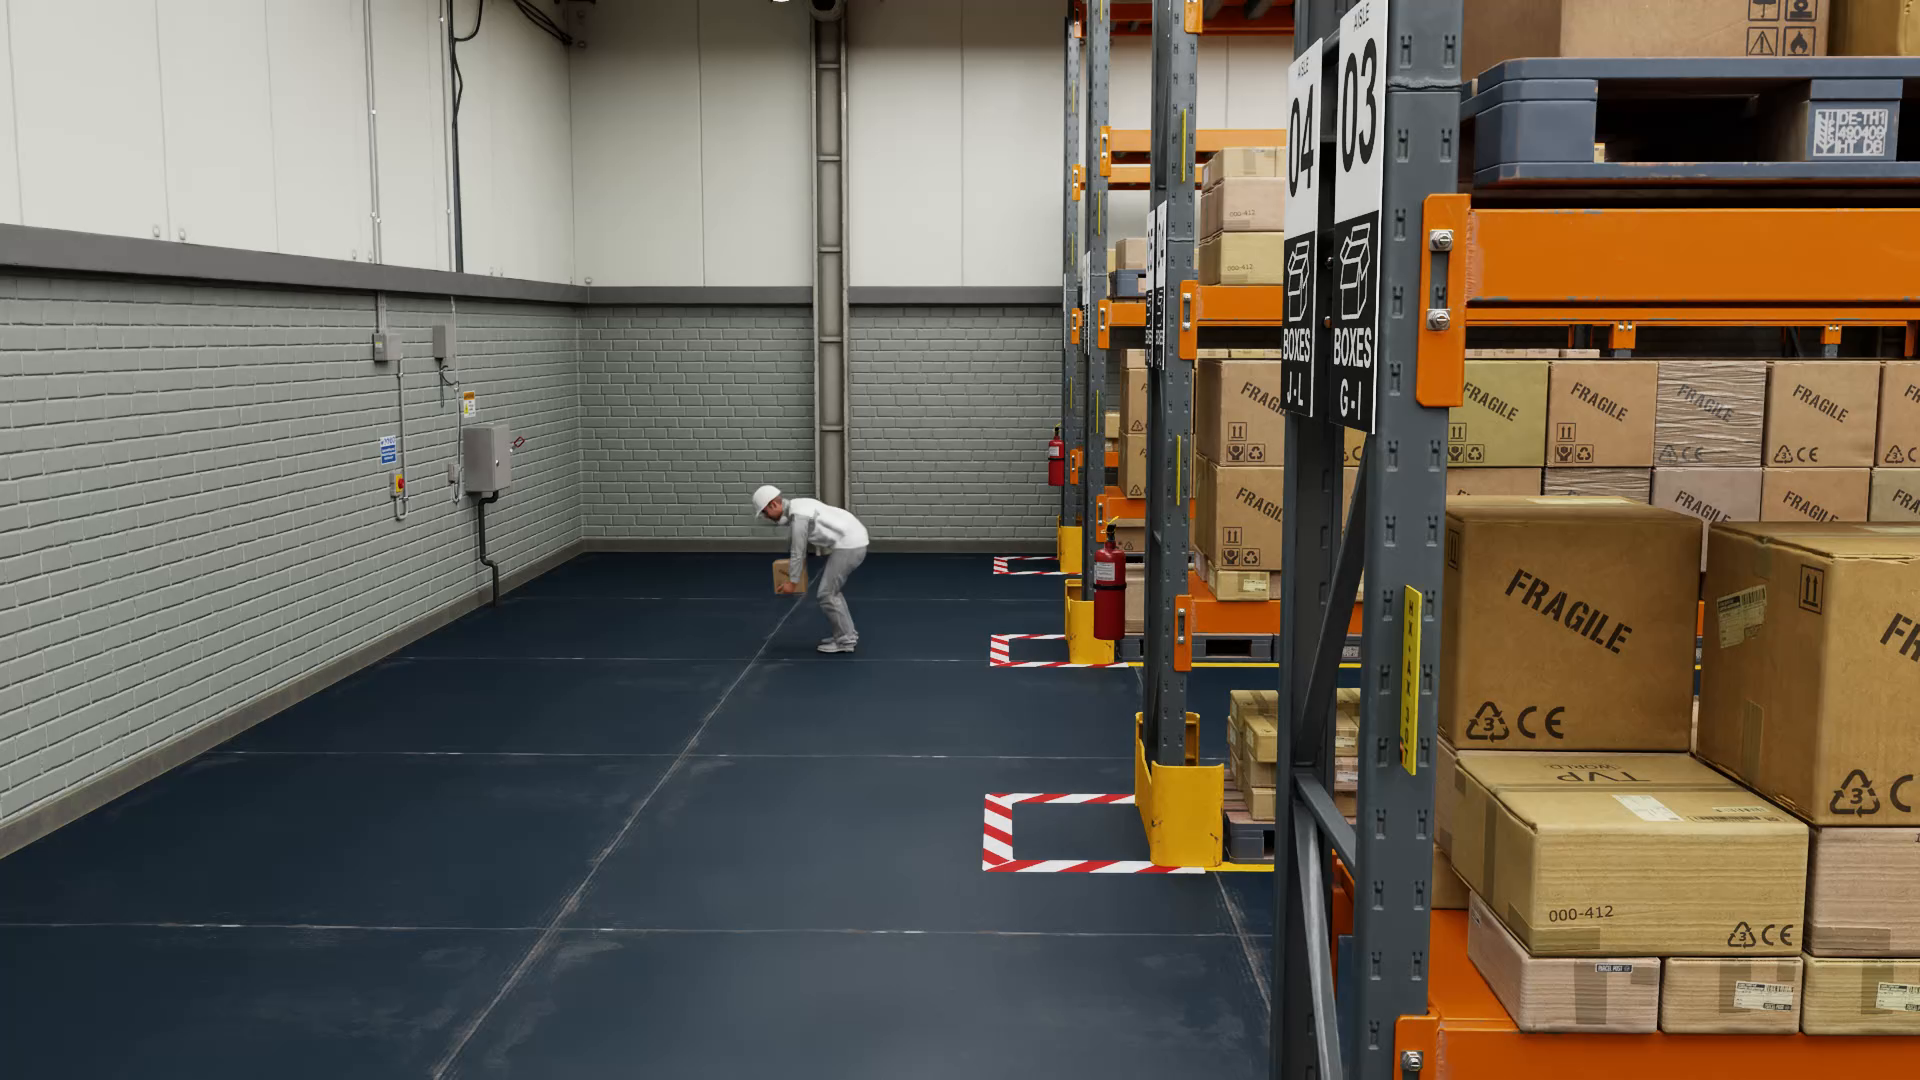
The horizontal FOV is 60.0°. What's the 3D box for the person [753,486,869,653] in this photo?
[{"bbox_3d":[-1.207,0.227,13.554,0.936,1.351,0.471,0,7,-1],"label":"person"}]
